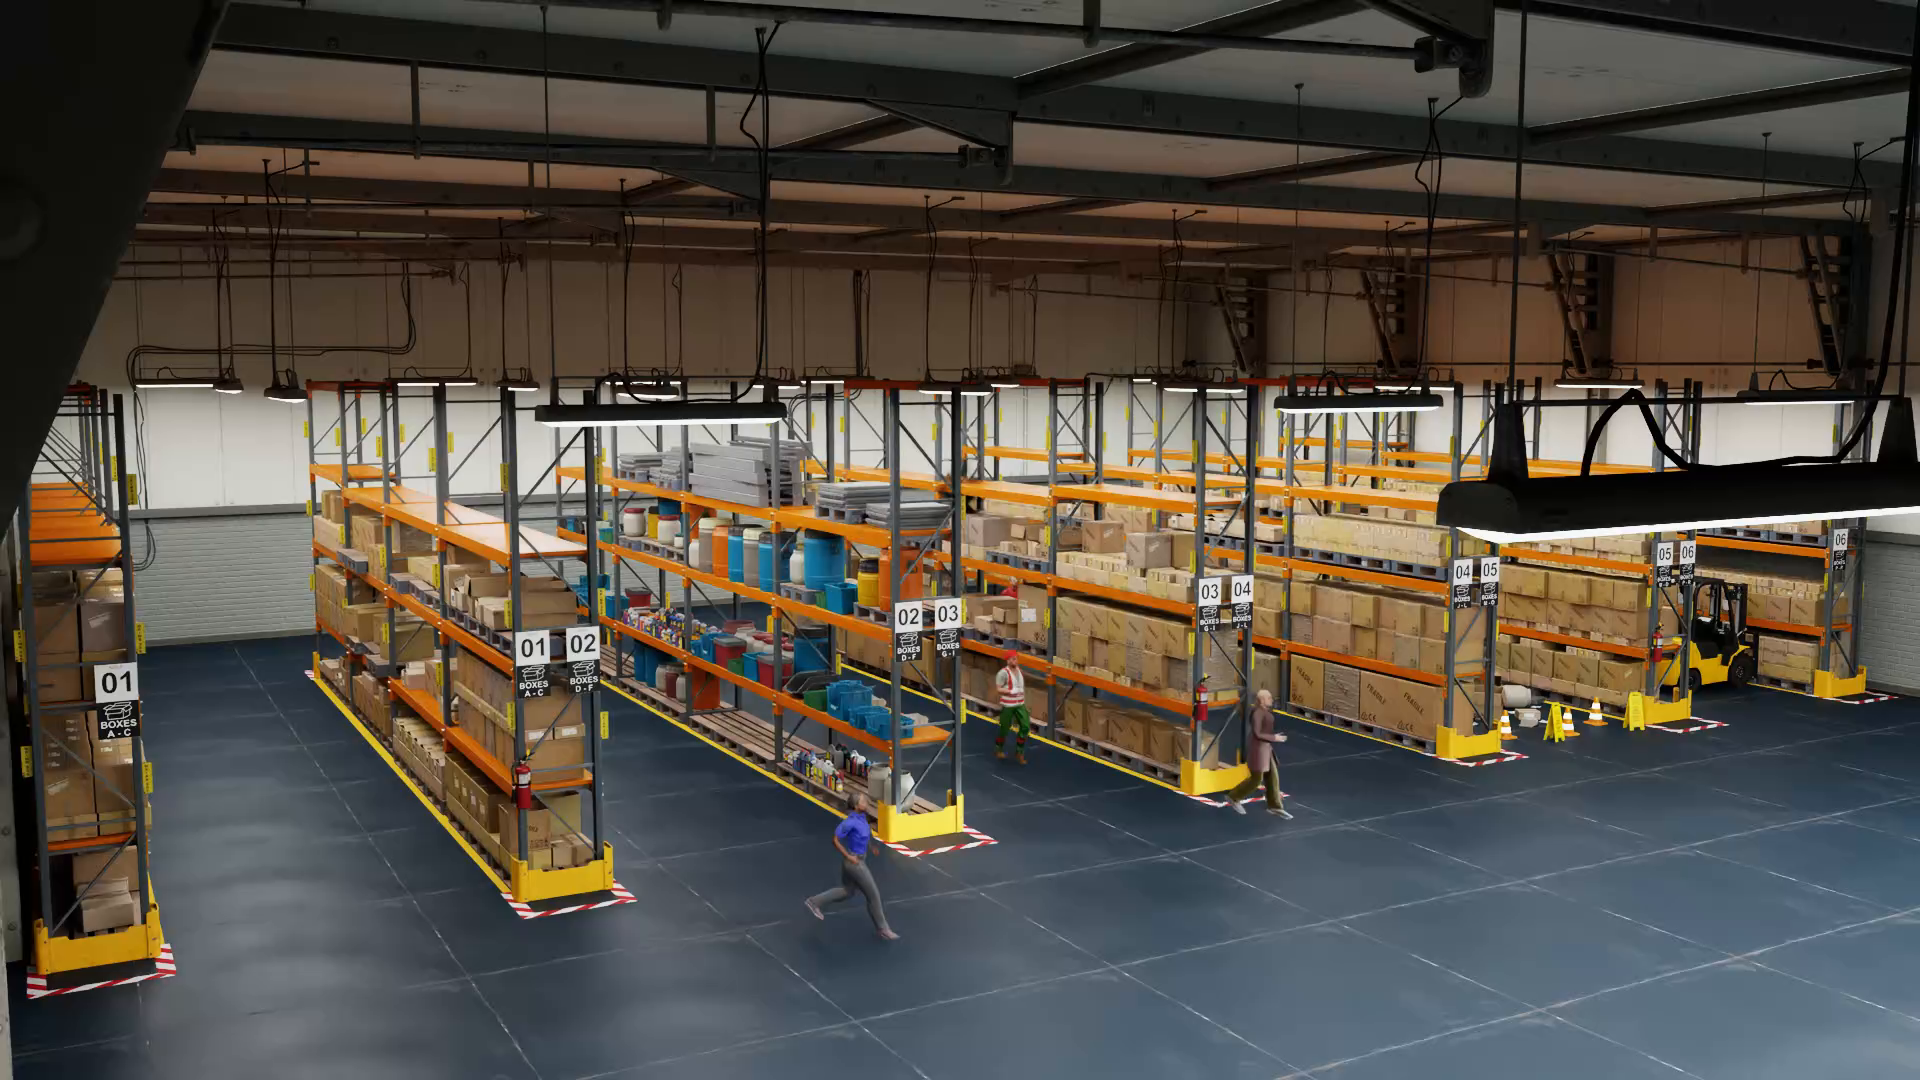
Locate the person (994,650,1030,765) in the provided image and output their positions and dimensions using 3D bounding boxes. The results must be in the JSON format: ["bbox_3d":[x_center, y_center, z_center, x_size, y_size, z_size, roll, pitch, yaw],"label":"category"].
[{"bbox_3d":[0.821,2.651,26.286,0.665,1.850,0.776,-4,7,-34],"label":"person"}]

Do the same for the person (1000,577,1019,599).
[{"bbox_3d":[1.170,1.636,36.439,0.669,1.691,0.643,-4,7,-31],"label":"person"}]

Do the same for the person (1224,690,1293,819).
[{"bbox_3d":[4.178,2.978,23.196,0.947,1.807,0.734,2,6,21],"label":"person"}]

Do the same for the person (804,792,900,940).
[{"bbox_3d":[-1.196,3.599,18.334,1.069,1.659,0.547,0,6,-1],"label":"person"}]
